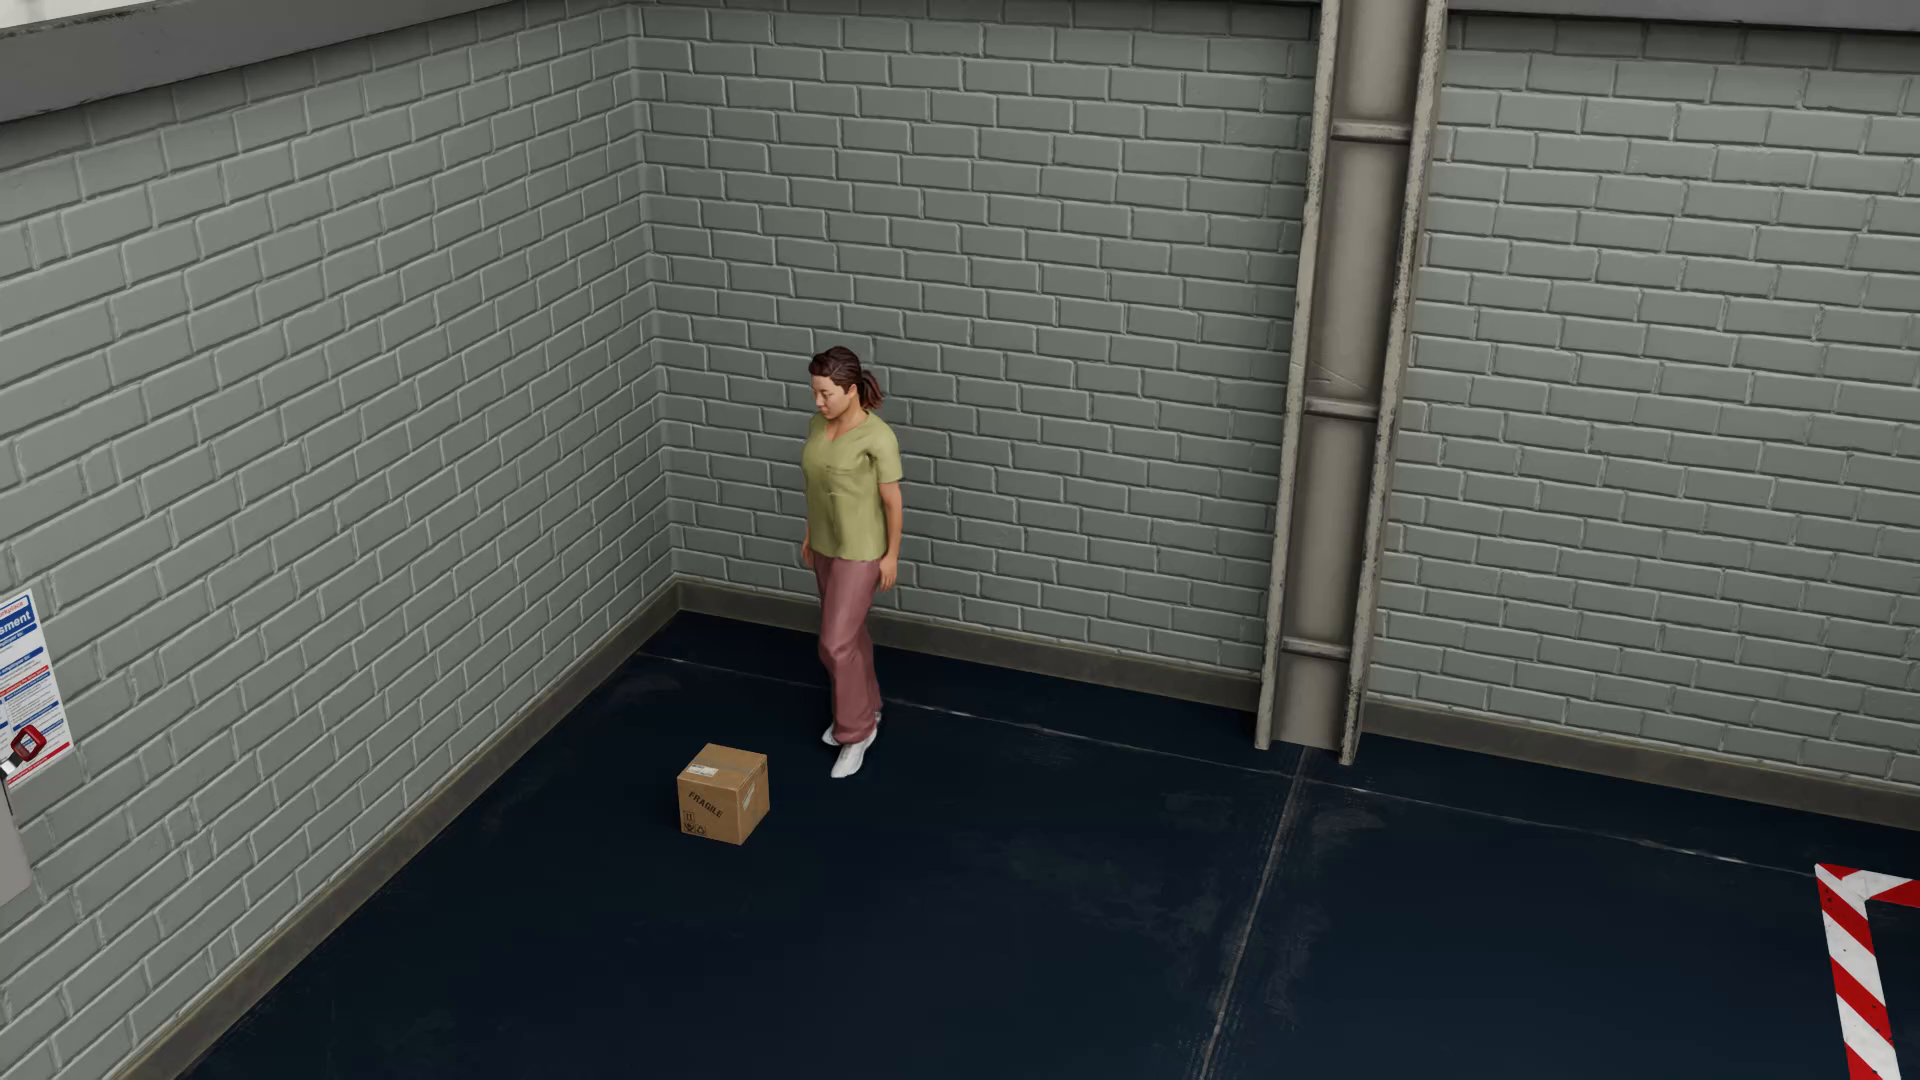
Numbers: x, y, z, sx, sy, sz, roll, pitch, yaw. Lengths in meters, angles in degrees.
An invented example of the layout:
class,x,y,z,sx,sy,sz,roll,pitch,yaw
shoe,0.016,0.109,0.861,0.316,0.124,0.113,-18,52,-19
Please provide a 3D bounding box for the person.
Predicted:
class,x,y,z,sx,sy,sz,roll,pitch,yaw
person,-0.473,0.074,6.483,0.446,1.721,0.457,-23,34,-39
